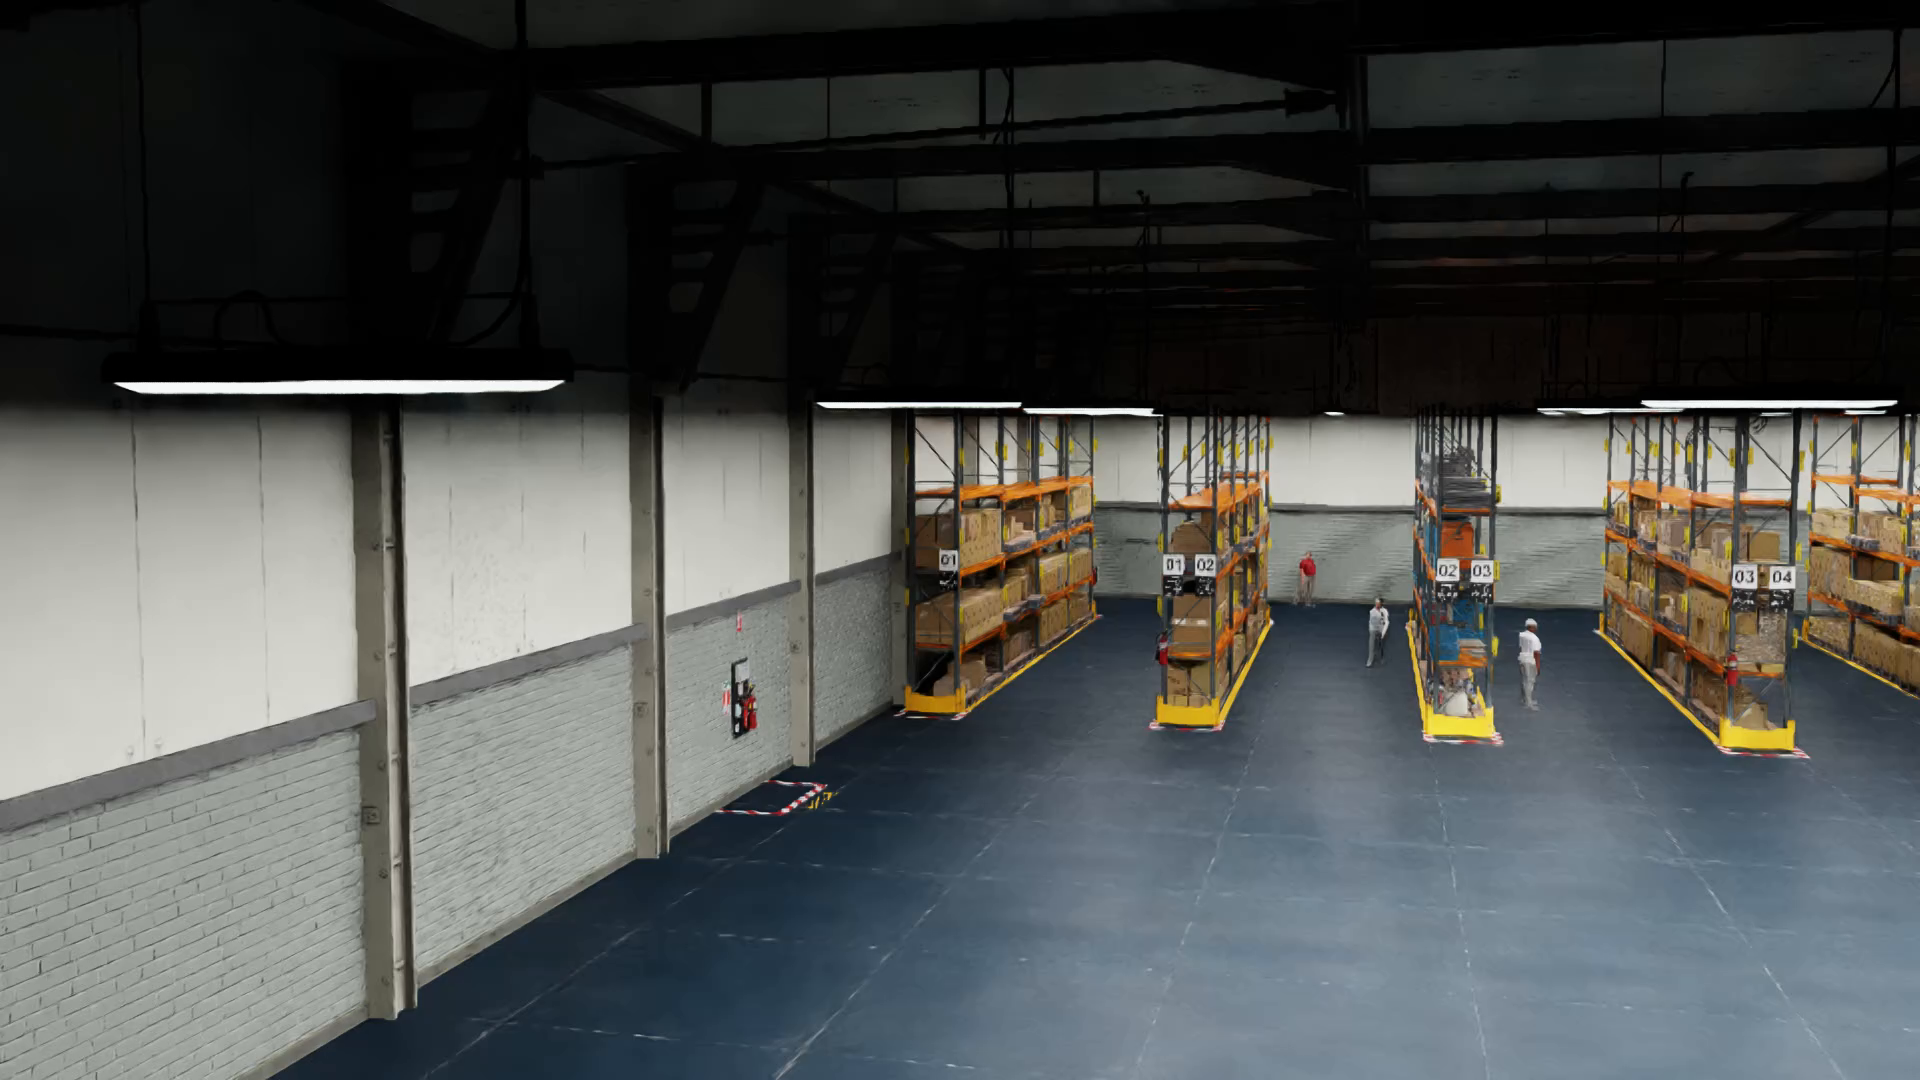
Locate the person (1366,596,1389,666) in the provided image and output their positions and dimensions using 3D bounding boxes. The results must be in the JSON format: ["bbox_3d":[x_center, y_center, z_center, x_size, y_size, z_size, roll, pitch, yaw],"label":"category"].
[{"bbox_3d":[9.687,2.092,38.465,0.483,1.619,0.985,2,5,24],"label":"person"}]

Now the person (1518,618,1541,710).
[{"bbox_3d":[11.300,2.428,32.861,0.463,1.772,0.645,-1,4,-12],"label":"person"}]

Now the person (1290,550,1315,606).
[{"bbox_3d":[10.498,1.171,50.816,0.740,1.720,0.538,-2,5,-29],"label":"person"}]
